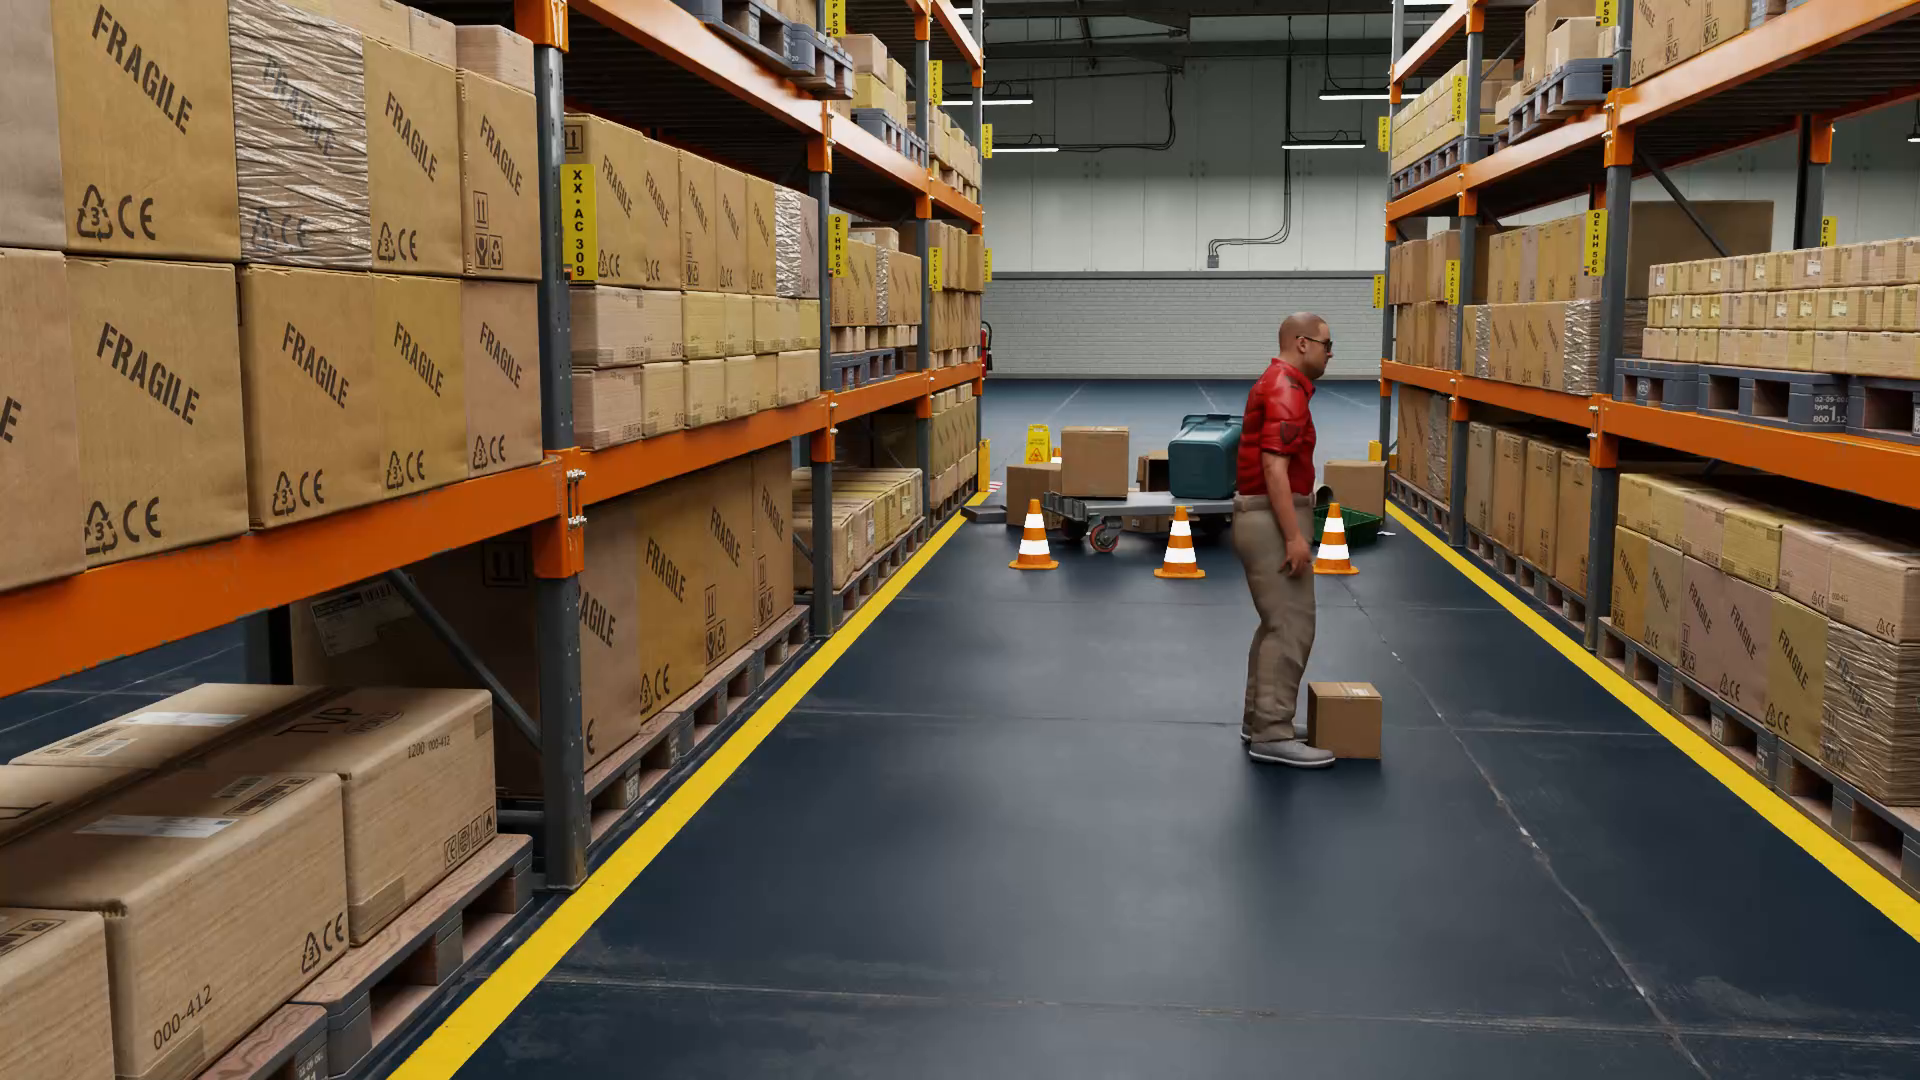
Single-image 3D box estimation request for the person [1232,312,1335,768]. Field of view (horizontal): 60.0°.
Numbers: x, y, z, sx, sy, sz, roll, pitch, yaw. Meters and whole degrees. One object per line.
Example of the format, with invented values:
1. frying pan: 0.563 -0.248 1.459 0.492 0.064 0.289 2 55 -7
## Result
1. person: 1.267 -0.021 6.503 0.395 1.727 0.586 1 8 7
